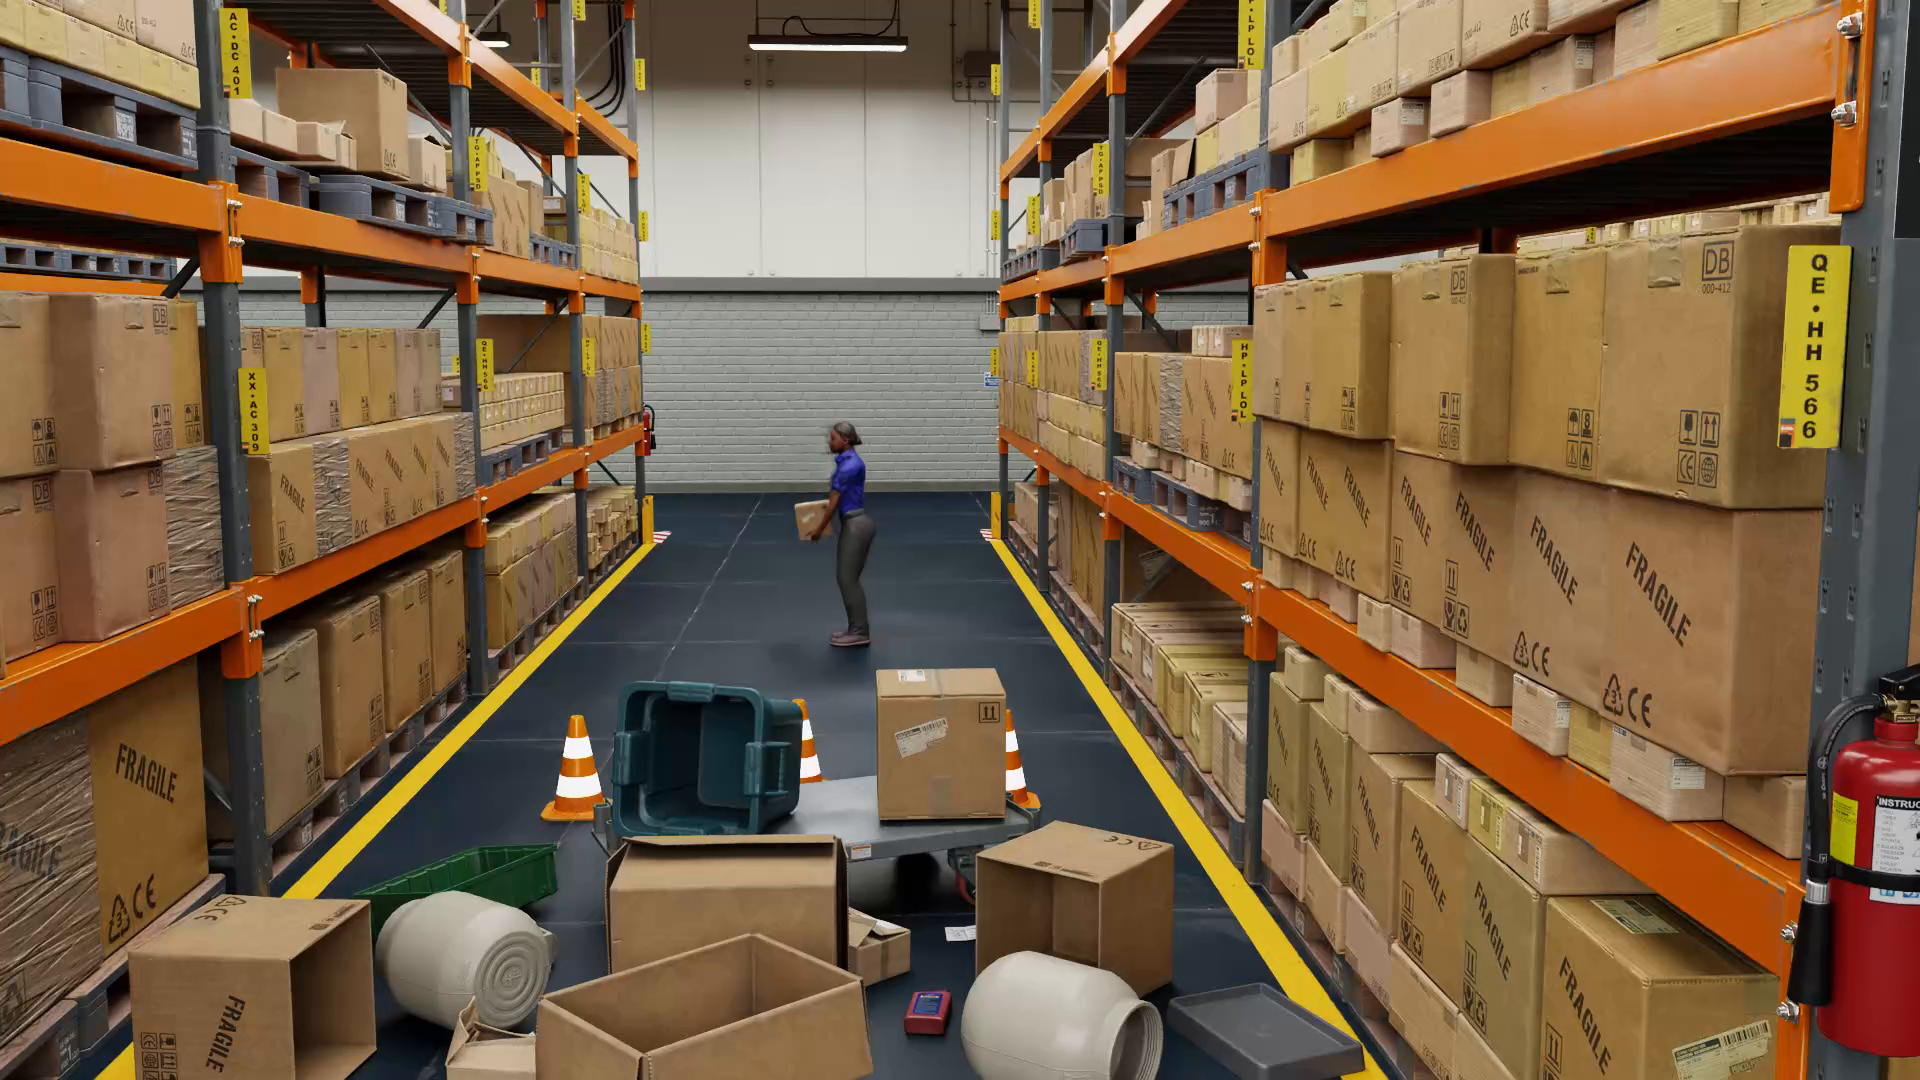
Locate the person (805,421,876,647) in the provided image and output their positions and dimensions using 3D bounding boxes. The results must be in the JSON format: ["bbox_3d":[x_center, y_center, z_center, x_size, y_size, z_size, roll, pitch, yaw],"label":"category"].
[{"bbox_3d":[-0.882,-0.049,12.240,0.522,1.652,0.413,-1,7,-5],"label":"person"}]
